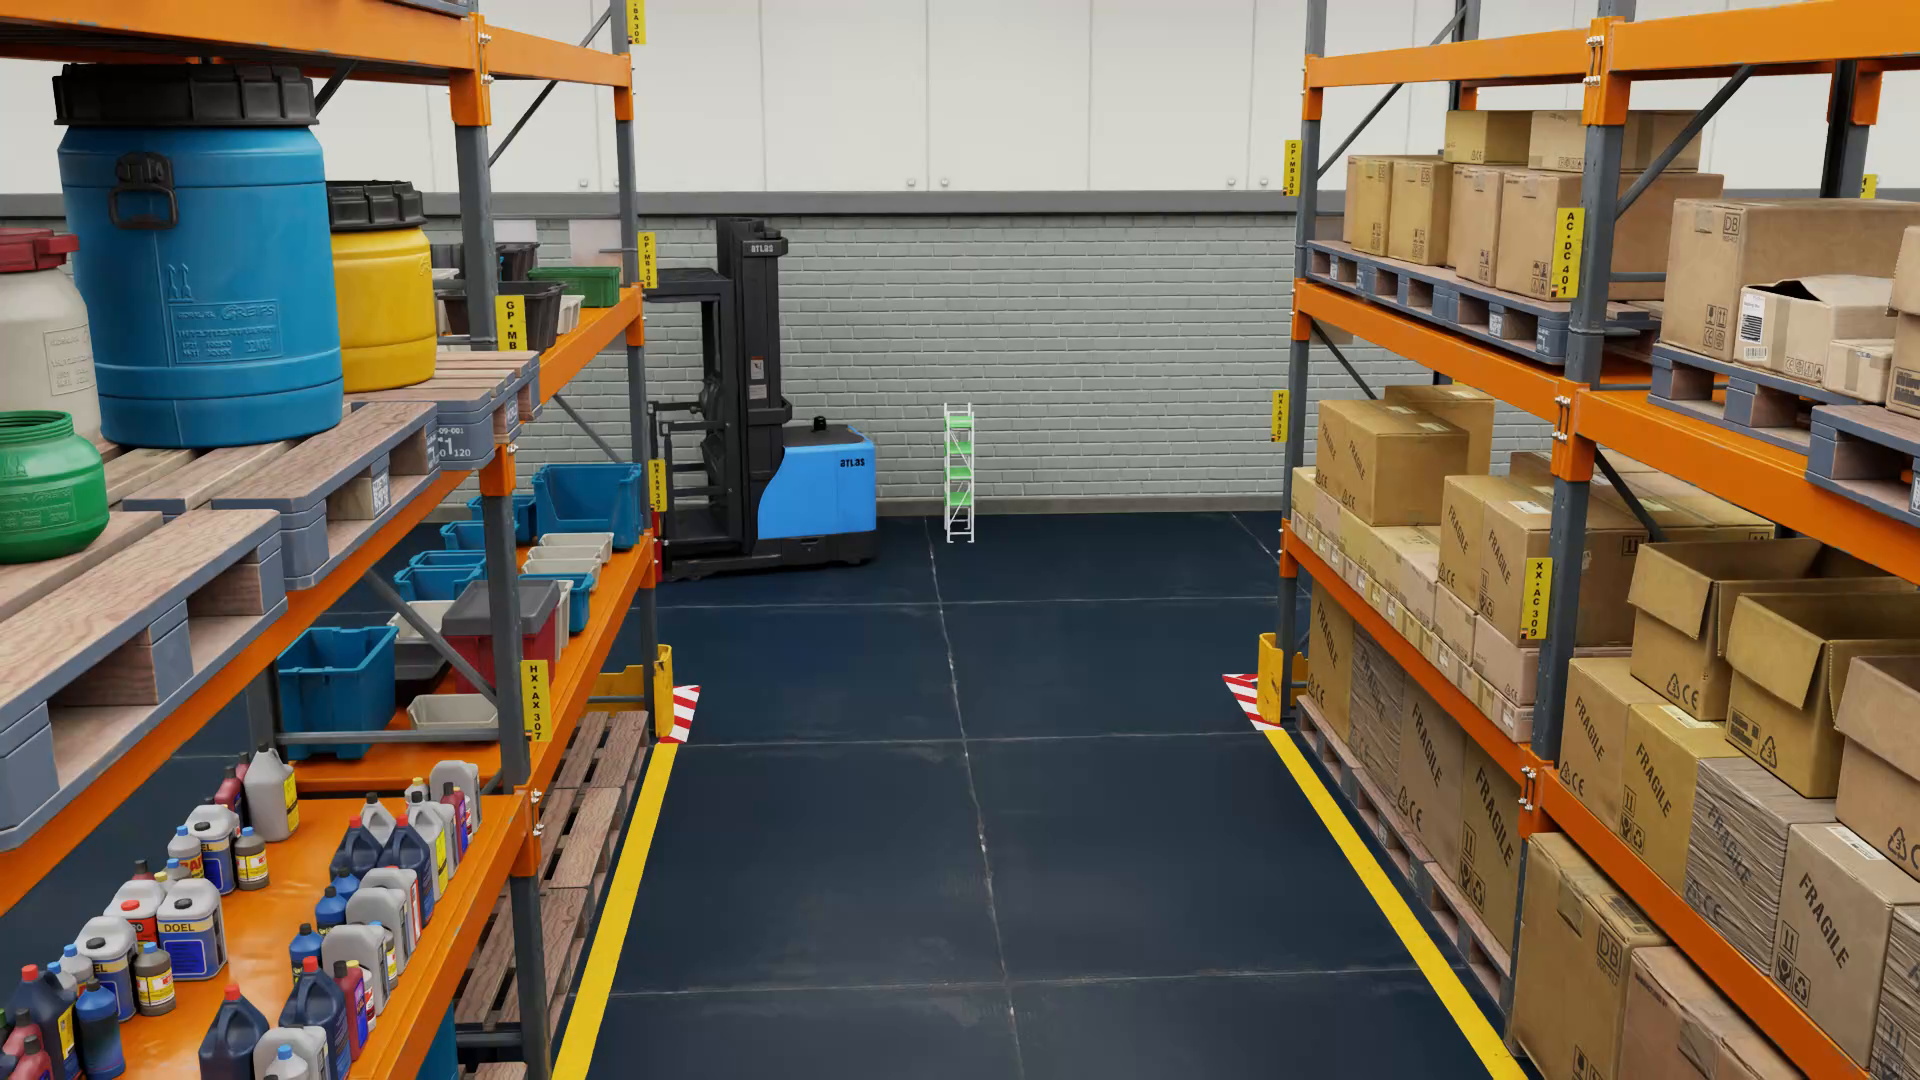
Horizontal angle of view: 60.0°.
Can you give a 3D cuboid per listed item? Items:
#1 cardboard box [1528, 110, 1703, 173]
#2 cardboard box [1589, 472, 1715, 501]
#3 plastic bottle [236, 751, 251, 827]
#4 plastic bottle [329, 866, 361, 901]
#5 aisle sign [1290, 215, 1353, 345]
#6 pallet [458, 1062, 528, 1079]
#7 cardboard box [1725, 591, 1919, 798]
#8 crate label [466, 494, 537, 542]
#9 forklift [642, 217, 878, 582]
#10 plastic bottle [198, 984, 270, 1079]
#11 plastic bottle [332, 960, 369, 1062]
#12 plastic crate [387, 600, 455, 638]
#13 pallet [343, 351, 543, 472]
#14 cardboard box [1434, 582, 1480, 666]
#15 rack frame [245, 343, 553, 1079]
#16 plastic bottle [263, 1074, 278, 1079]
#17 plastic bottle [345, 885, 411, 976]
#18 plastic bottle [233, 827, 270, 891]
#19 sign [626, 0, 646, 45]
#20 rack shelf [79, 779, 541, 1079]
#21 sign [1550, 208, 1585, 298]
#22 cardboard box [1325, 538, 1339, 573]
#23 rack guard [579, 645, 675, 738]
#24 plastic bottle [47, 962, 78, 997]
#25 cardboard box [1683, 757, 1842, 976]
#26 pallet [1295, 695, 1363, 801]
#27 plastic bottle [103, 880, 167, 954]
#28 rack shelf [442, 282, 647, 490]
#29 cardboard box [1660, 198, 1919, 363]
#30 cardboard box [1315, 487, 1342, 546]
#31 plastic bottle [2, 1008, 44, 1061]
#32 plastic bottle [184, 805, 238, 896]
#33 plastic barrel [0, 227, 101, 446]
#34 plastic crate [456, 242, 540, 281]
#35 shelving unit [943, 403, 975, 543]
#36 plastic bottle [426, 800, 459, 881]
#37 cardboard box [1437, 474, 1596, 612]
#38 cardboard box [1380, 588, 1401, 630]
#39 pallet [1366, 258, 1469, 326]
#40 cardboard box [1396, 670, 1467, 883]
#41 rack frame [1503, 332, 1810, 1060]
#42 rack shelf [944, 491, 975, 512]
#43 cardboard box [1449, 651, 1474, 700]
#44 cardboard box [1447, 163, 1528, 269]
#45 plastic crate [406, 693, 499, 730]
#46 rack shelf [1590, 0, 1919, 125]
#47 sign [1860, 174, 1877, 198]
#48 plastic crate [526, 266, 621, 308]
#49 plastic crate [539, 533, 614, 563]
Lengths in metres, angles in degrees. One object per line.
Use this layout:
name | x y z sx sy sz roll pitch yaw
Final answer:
cardboard box | 2.738 -1.674 6.967 0.500 0.250 0.500 -2 15 -7
cardboard box | 2.992 -0.004 7.445 0.500 0.500 0.500 -1 14 -3
plastic bottle | -2.557 0.907 5.939 0.061 0.283 0.133 -1 14 -3
plastic bottle | -1.876 1.131 5.093 0.097 0.271 0.097 0 14 0
aisle sign | 2.238 -1.591 10.196 0.394 0.787 0.004 -1 14 -3
pallet | -2.148 2.296 5.904 1.003 0.211 1.213 -1 14 -3
cardboard box | 2.868 0.472 5.184 0.797 0.503 0.637 -1 14 -3
crate label | -2.715 -0.124 9.926 0.416 0.233 0.303 -1 14 -3
forklift | -2.287 -1.215 14.090 3.031 2.935 1.130 -4 15 -16
plastic bottle | -1.845 1.310 4.238 0.144 0.351 0.185 -1 14 -3
plastic bottle | -1.670 1.266 4.542 0.061 0.283 0.133 -1 14 -3
plastic crate | -2.562 0.423 7.995 0.293 0.136 0.466 -1 14 -3
pallet | -2.008 -0.415 5.203 1.213 0.211 1.003 -1 14 -3
cardboard box | 2.466 0.370 7.495 0.500 0.250 0.500 0 14 -2
rack frame | -2.154 0.753 6.305 1.000 3.000 0.127 -1 14 -3
plastic bottle | -1.636 1.403 4.010 0.061 0.283 0.133 -1 14 -3
plastic bottle | -1.744 1.156 4.988 0.152 0.276 0.135 -1 14 -3
plastic bottle | -2.359 1.054 5.531 0.097 0.201 0.097 0 14 0
sign | -1.854 -3.004 9.513 0.100 0.325 0.005 -1 14 -3
rack shelf | -2.030 1.598 4.461 1.077 0.370 4.000 -1 14 -3
sign | 2.236 -1.056 6.119 0.100 0.325 0.005 -1 14 -3
cardboard box | 2.285 0.089 9.390 0.380 0.149 0.250 -1 14 -4
rack guard | -2.416 0.963 10.505 1.175 0.500 0.348 -1 14 -3
plastic bottle | -2.448 1.277 4.524 0.097 0.271 0.097 0 14 0
cardboard box | 2.631 0.996 5.160 0.500 0.500 0.500 -1 14 -5
pallet | 2.670 1.230 10.048 1.003 0.211 1.213 -1 14 -3
plastic bottle | -2.448 1.164 4.955 0.152 0.276 0.135 -1 14 -3
rack shelf | -2.278 -0.849 7.954 1.077 0.370 4.000 -1 14 -3
cardboard box | 2.836 -0.884 5.604 0.700 0.500 0.500 -1 14 -2
cardboard box | 2.341 -0.137 9.468 0.500 0.250 0.500 -1 14 -4
plastic bottle | -2.387 1.346 4.235 0.061 0.283 0.133 -1 14 -3
plastic bottle | -2.483 1.025 5.496 0.152 0.276 0.135 -1 14 -3
plastic barrel | -2.166 -0.413 3.700 0.433 0.535 0.433 0 14 0
plastic crate | -2.656 -1.531 9.425 0.497 0.269 0.590 -1 14 -3
shelving unit | -0.010 -0.622 15.260 0.258 1.200 0.503 -1 14 -3
plastic bottle | -1.784 0.997 5.606 0.152 0.276 0.135 -1 14 -3
cardboard box | 2.467 0.007 7.403 0.500 0.500 0.500 -1 14 -3
cardboard box | 2.349 0.344 8.397 0.380 0.149 0.250 -1 14 -3
pallet | 2.677 -1.240 8.207 1.003 0.211 1.213 -1 14 -3
cardboard box | 2.773 1.113 8.327 0.875 0.875 0.875 -1 14 -3
rack frame | 2.790 0.676 6.602 1.000 3.000 0.127 -1 14 -3
rack shelf | -0.010 -0.328 15.336 0.258 0.148 0.480 -1 14 -3
cardboard box | 2.412 0.599 7.405 0.380 0.149 0.250 -1 14 -4
cardboard box | 2.762 -1.536 7.938 0.700 0.500 0.500 0 14 -1
plastic crate | -2.040 0.733 6.789 0.396 0.136 0.243 -1 14 -3
rack shelf | 2.914 -1.190 4.061 1.077 0.370 4.000 -1 14 -3
sign | 3.331 -1.190 6.167 0.100 0.325 0.005 -1 14 -3
plastic crate | -2.055 -1.351 8.888 0.450 0.188 0.336 -1 14 -3
plastic crate | -2.170 0.057 9.419 0.396 0.136 0.243 -1 14 -3
